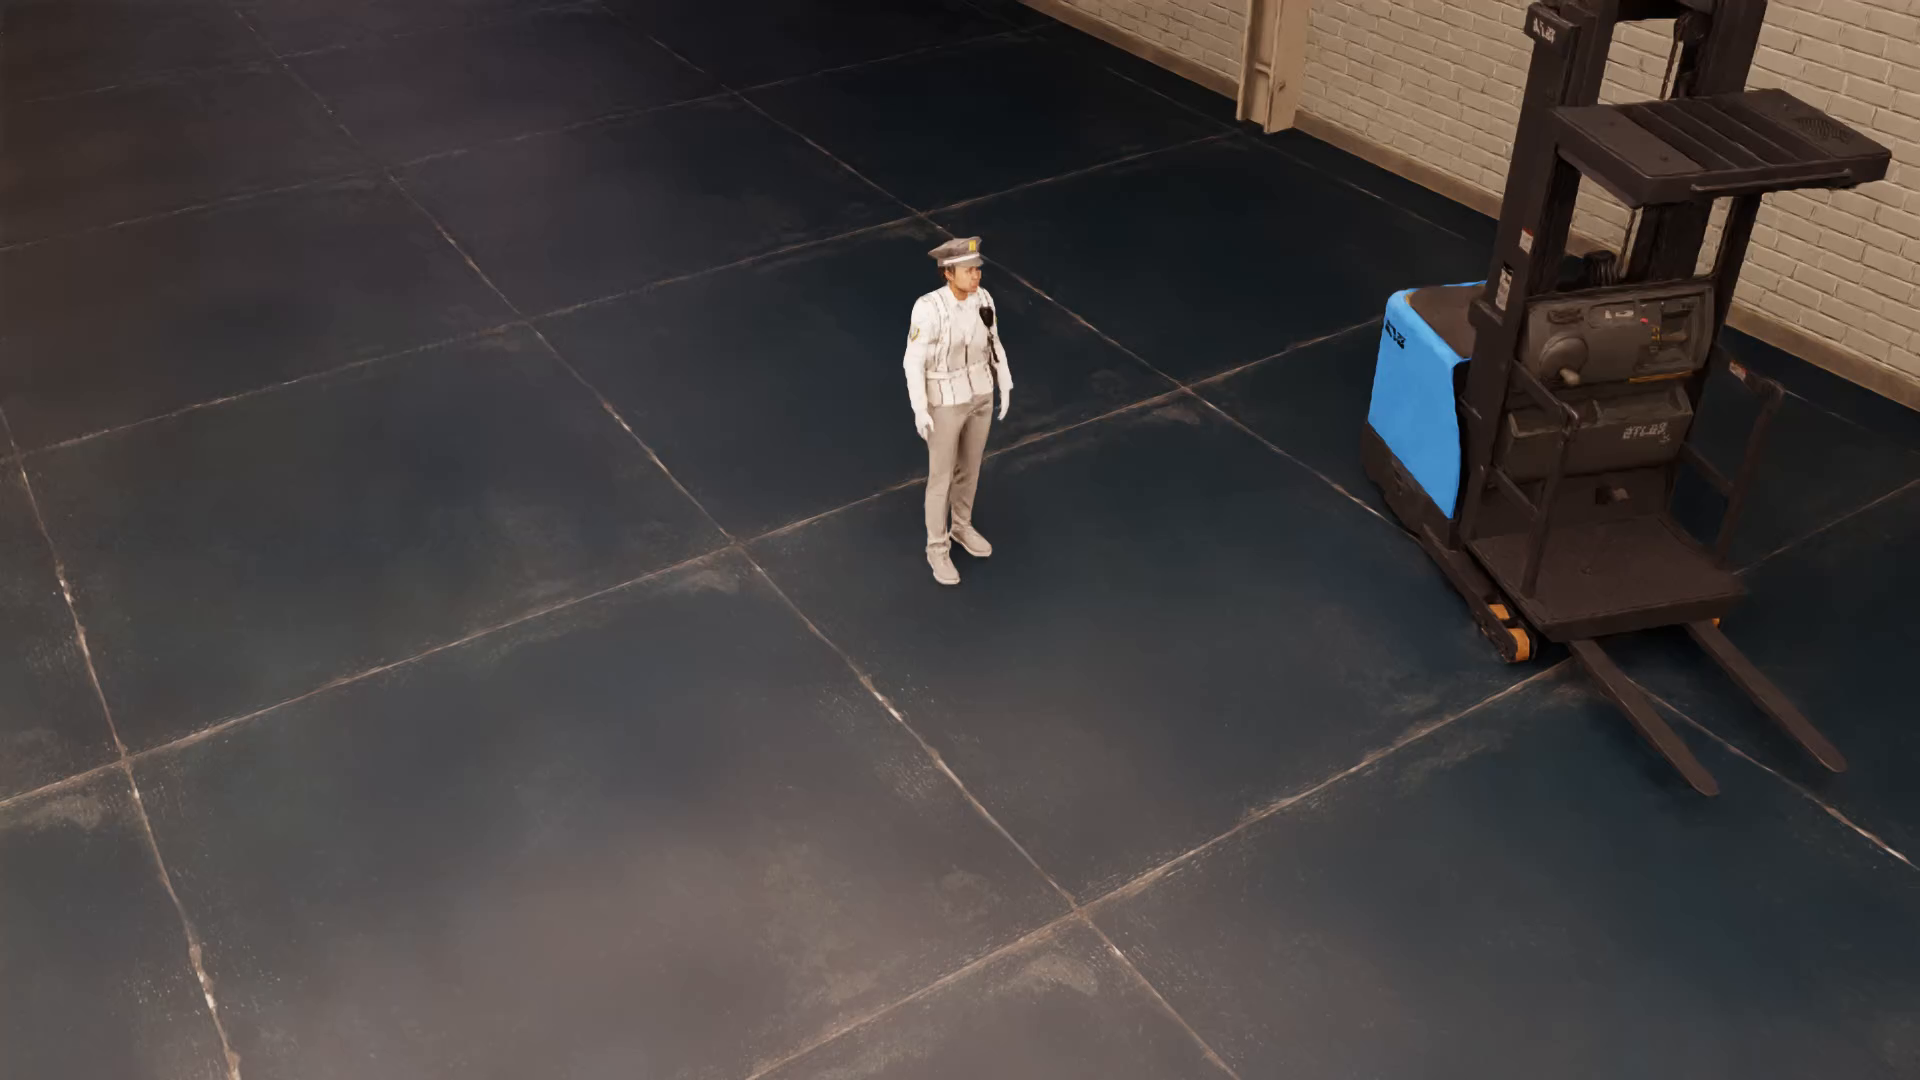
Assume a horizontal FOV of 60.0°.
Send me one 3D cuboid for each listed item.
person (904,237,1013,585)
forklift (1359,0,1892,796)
[{"bbox_3d":[0.031,-0.665,8.156,0.586,1.695,0.532,-21,40,-27],"label":"person"},{"bbox_3d":[3.043,-0.860,7.372,1.130,2.935,3.031,-8,36,-11],"label":"forklift"}]
